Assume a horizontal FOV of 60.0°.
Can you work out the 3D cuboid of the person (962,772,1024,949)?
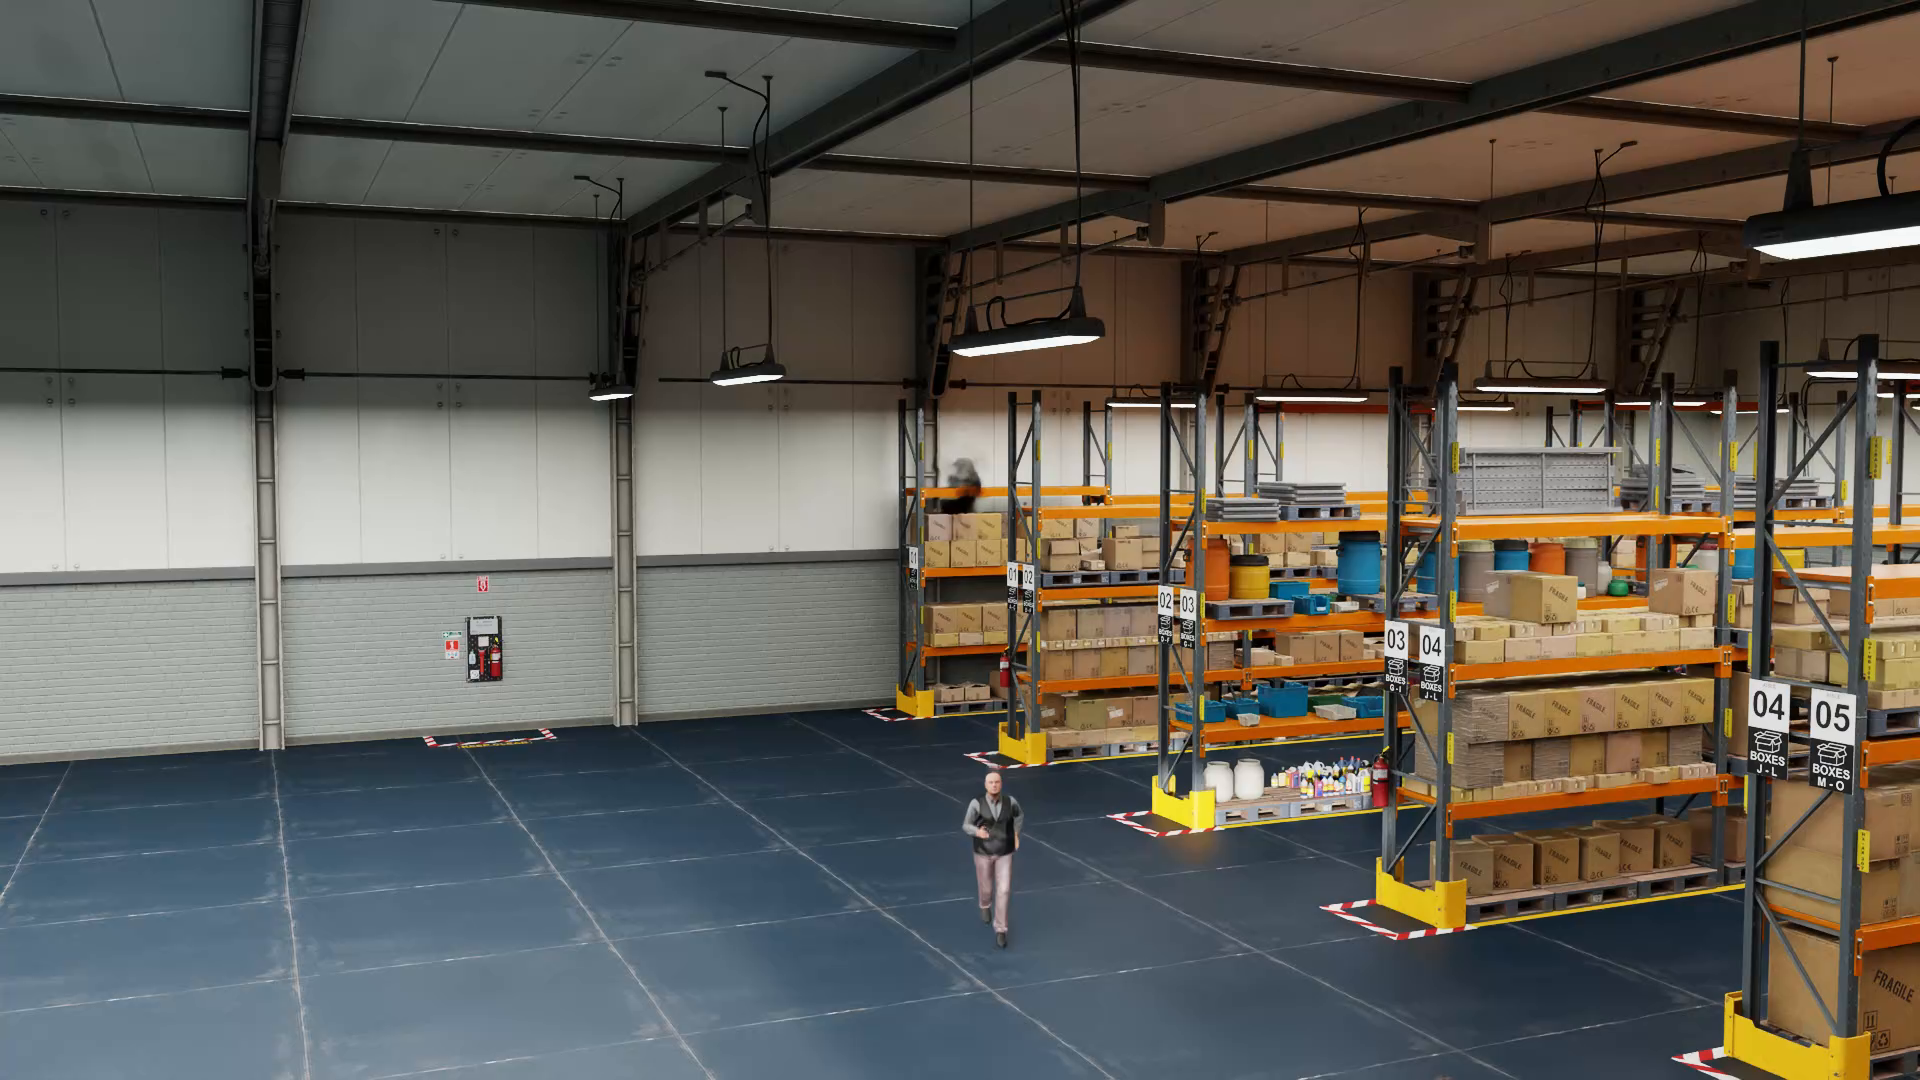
[{"bbox_3d":[0.354,3.268,17.255,0.660,1.713,0.955,0,3,-4],"label":"person"}]
